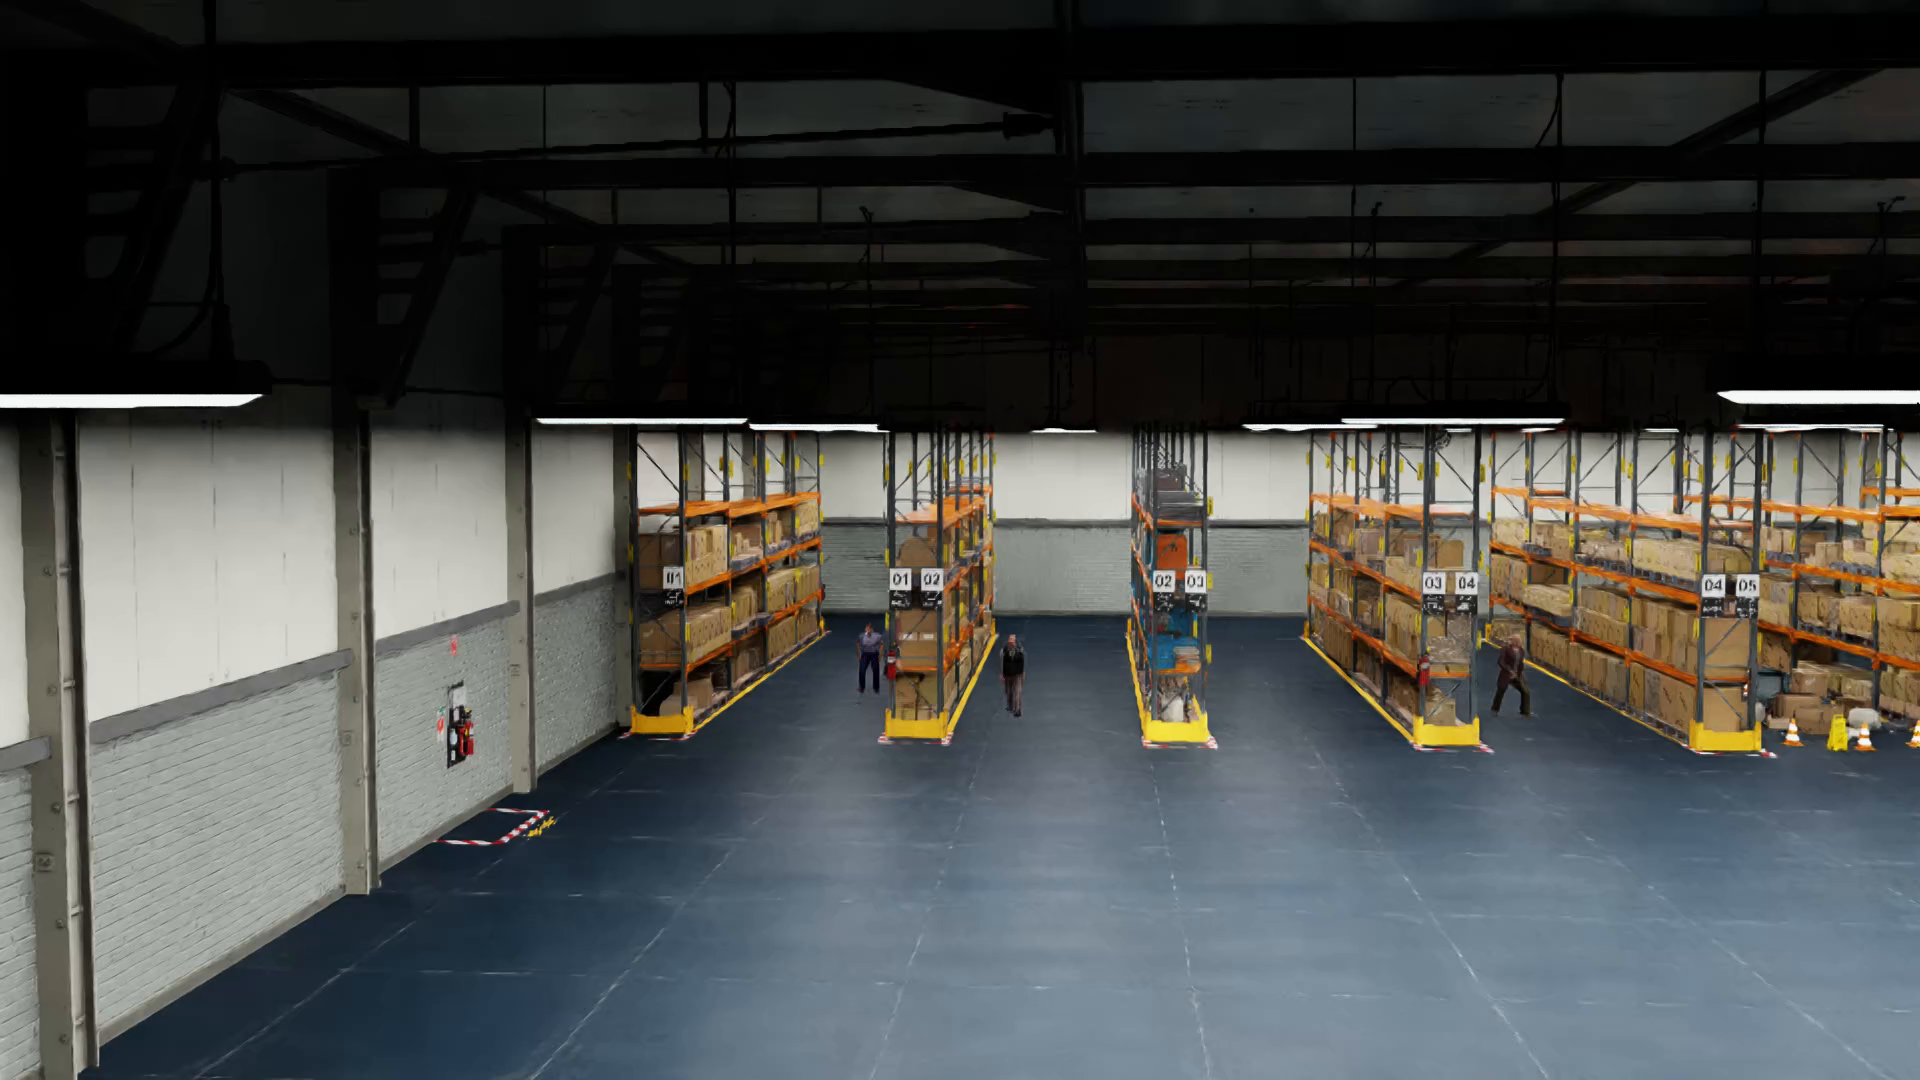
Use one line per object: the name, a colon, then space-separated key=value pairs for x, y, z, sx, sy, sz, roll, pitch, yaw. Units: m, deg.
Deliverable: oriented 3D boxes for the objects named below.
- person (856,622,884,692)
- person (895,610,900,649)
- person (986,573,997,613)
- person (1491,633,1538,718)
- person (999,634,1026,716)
person: x=-2.004 y=2.596 z=36.939 sx=0.625 sy=1.596 sz=0.510 roll=0 pitch=4 yaw=2
person: x=-1.591 y=2.059 z=44.430 sx=0.451 sy=1.679 sz=0.540 roll=-2 pitch=4 yaw=-25
person: x=0.804 y=1.784 z=48.925 sx=0.447 sy=1.667 sz=0.627 roll=2 pitch=4 yaw=31
person: x=11.144 y=2.728 z=33.613 sx=0.731 sy=1.714 sz=0.873 roll=-1 pitch=4 yaw=-13
person: x=1.059 y=2.737 z=33.998 sx=0.543 sy=1.648 sz=1.115 roll=0 pitch=4 yaw=7
